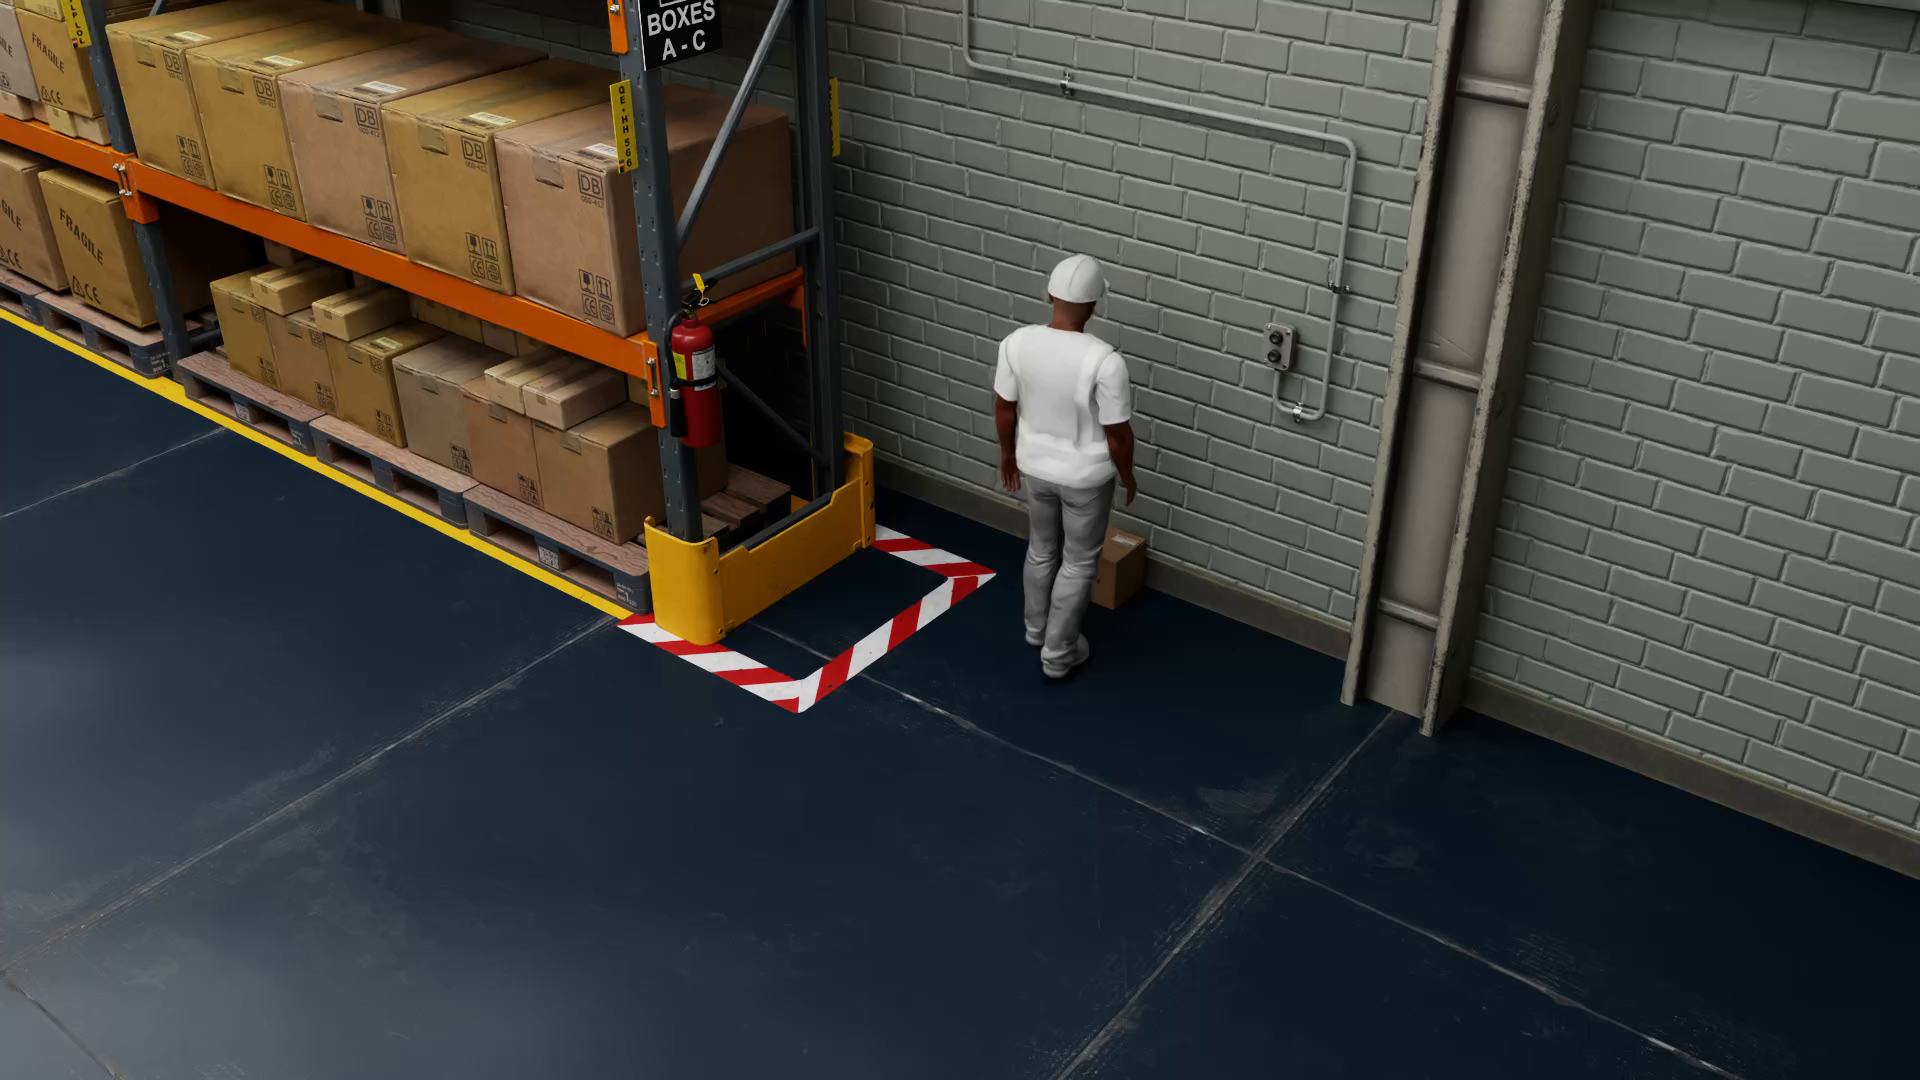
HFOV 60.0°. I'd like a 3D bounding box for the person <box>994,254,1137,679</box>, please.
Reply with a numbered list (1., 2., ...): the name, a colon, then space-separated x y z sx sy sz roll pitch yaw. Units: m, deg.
1. person: 0.427 -0.295 6.589 0.587 1.773 0.518 19 35 28
